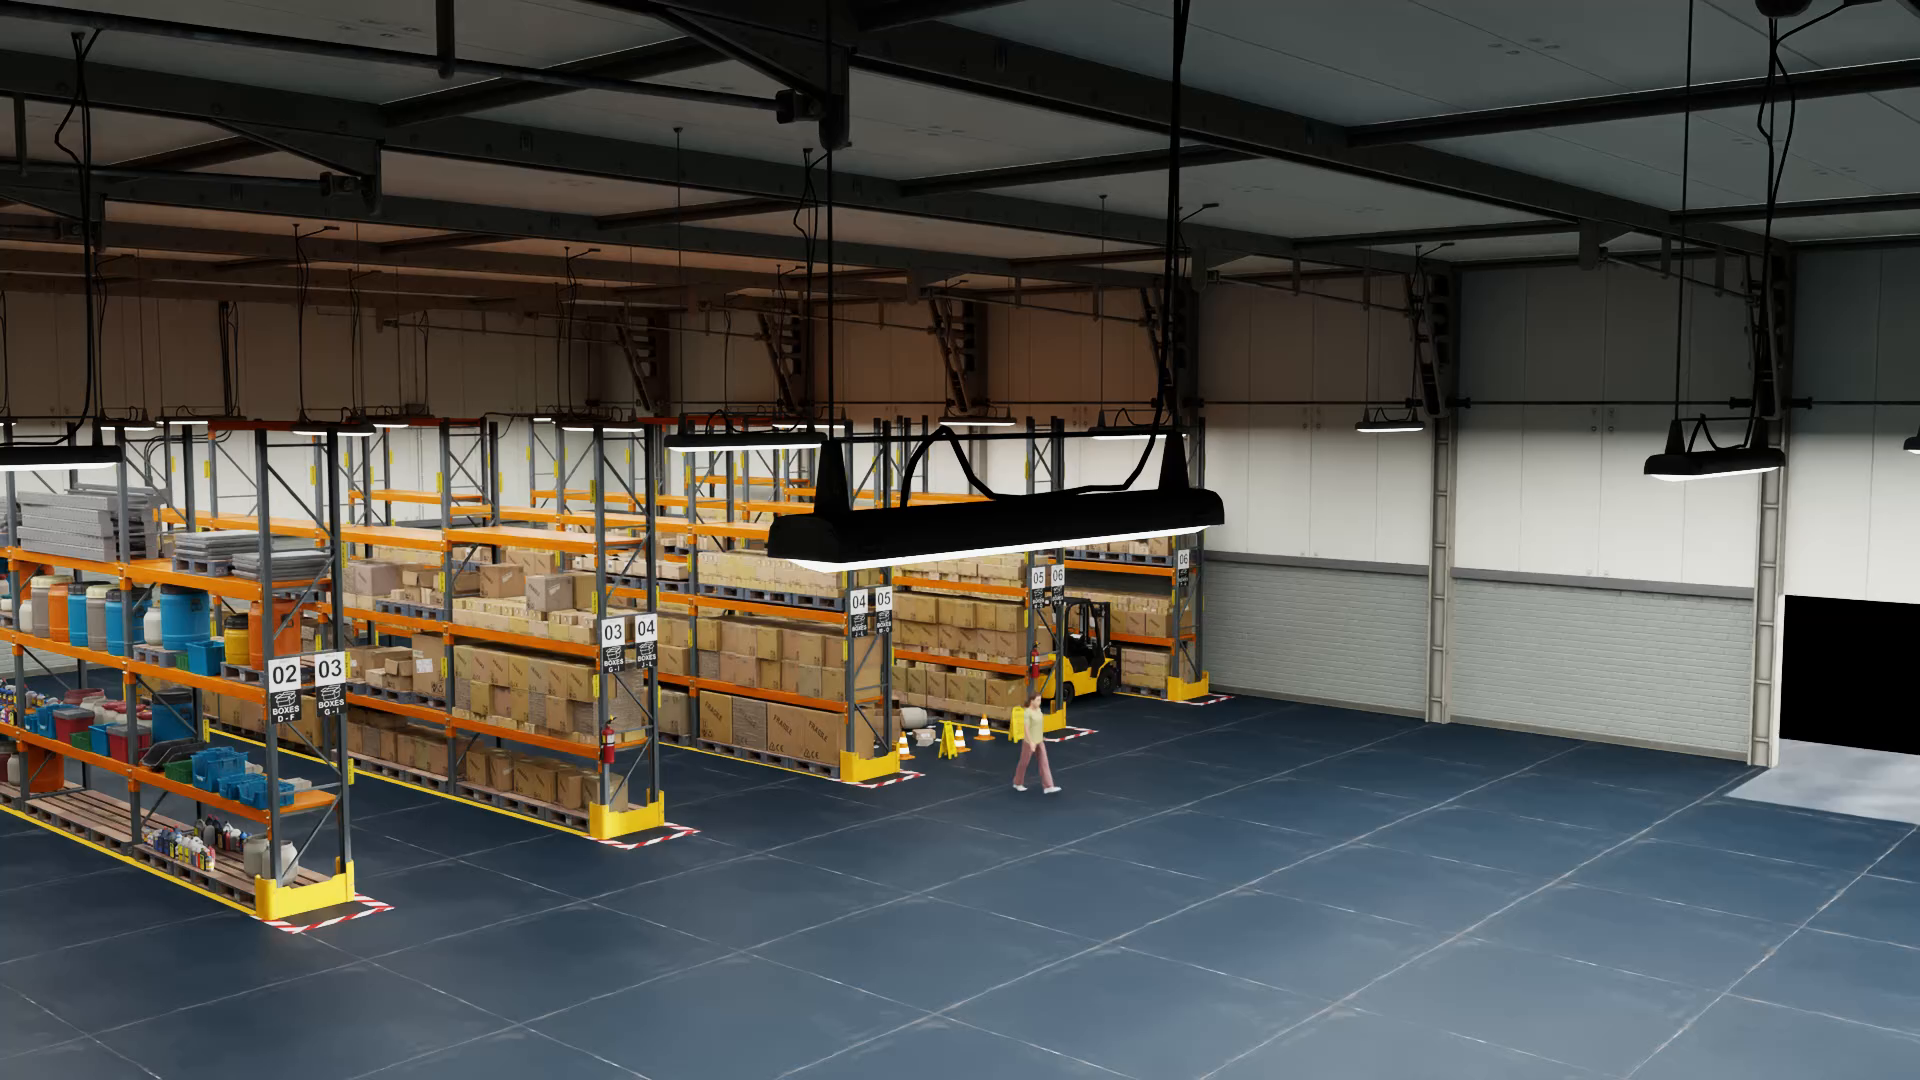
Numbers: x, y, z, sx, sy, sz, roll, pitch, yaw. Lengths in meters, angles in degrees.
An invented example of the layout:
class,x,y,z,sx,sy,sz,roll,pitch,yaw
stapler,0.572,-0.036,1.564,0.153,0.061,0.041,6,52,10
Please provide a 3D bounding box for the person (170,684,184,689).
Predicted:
class,x,y,z,sx,sy,sz,roll,pitch,yaw
person,-12.948,3.191,27.661,1.022,1.619,0.576,3,6,32

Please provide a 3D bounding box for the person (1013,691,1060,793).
class,x,y,z,sx,sy,sz,roll,pitch,yaw
person,1.223,3.266,26.842,0.896,1.637,0.475,5,7,45

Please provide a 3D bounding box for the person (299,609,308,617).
class,x,y,z,sx,sy,sz,roll,pitch,yaw
person,-15.035,2.293,37.956,1.064,1.721,0.677,5,7,44
